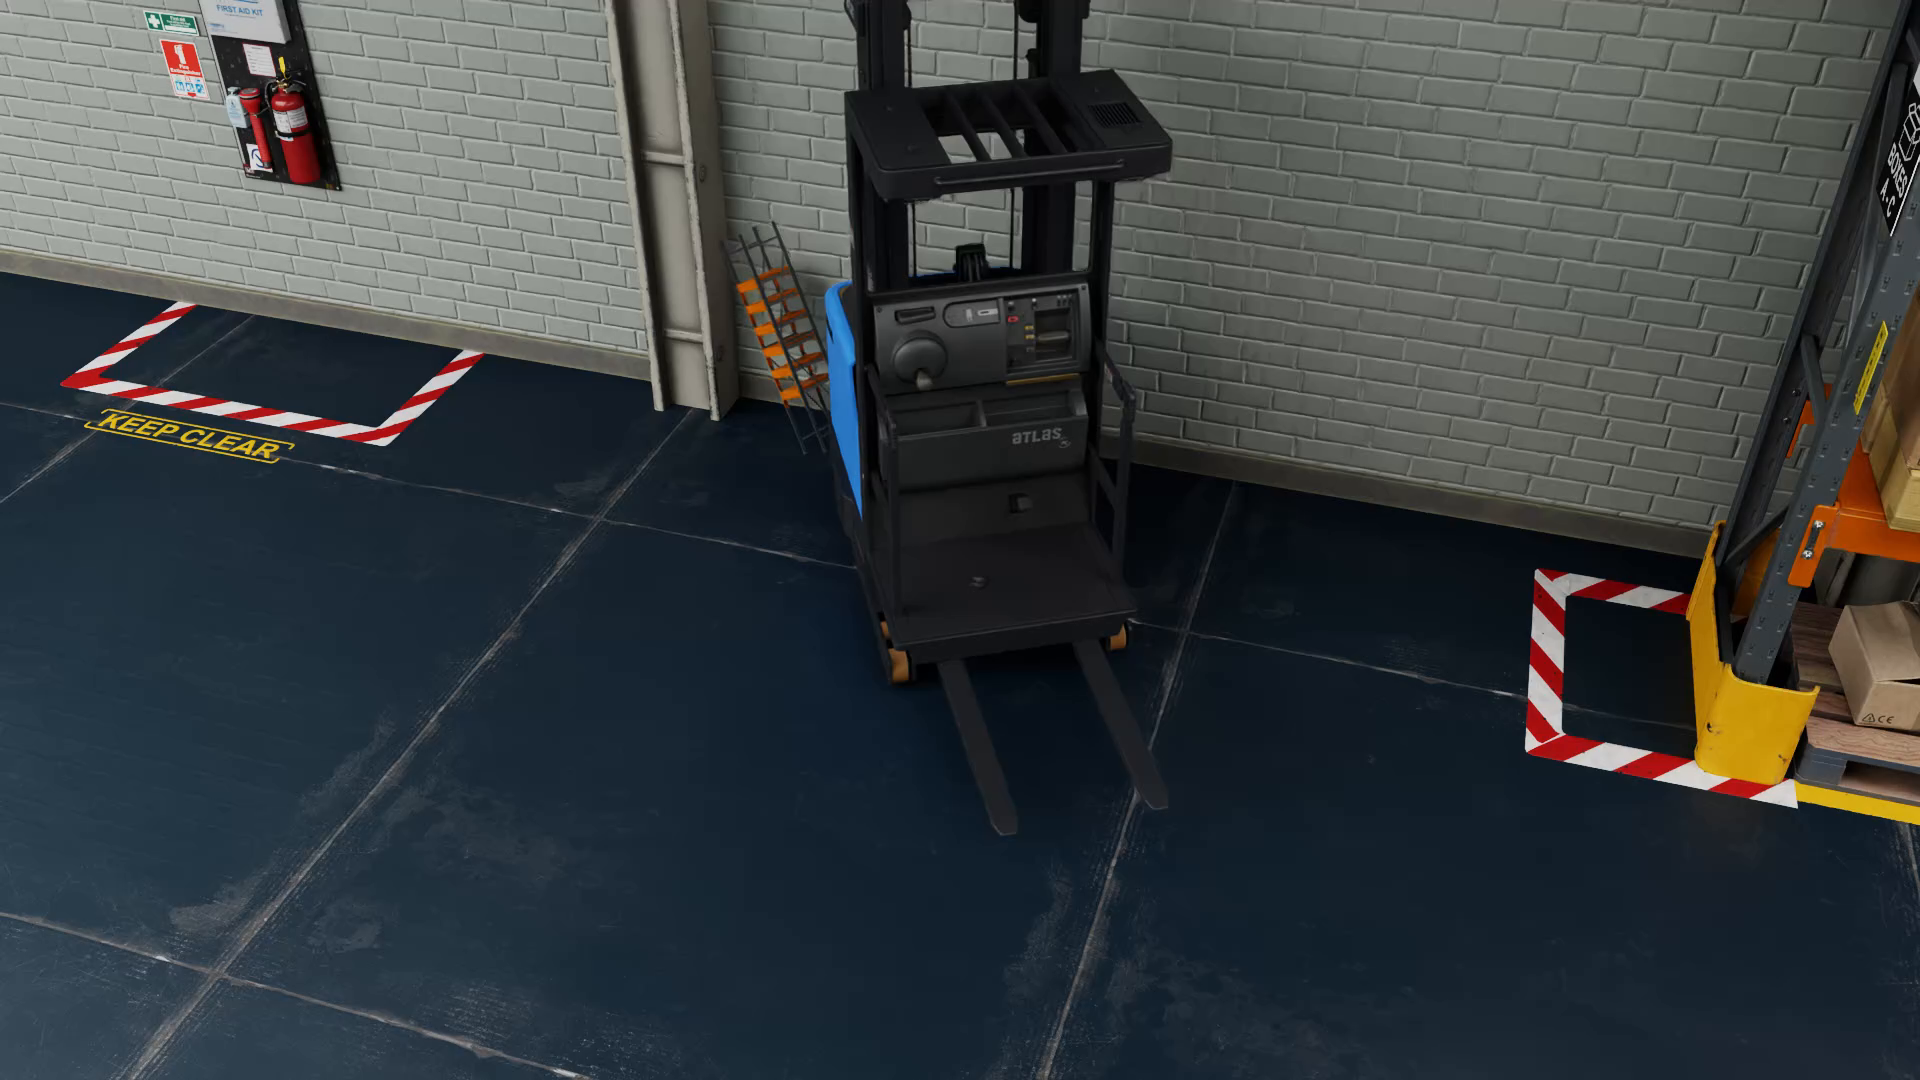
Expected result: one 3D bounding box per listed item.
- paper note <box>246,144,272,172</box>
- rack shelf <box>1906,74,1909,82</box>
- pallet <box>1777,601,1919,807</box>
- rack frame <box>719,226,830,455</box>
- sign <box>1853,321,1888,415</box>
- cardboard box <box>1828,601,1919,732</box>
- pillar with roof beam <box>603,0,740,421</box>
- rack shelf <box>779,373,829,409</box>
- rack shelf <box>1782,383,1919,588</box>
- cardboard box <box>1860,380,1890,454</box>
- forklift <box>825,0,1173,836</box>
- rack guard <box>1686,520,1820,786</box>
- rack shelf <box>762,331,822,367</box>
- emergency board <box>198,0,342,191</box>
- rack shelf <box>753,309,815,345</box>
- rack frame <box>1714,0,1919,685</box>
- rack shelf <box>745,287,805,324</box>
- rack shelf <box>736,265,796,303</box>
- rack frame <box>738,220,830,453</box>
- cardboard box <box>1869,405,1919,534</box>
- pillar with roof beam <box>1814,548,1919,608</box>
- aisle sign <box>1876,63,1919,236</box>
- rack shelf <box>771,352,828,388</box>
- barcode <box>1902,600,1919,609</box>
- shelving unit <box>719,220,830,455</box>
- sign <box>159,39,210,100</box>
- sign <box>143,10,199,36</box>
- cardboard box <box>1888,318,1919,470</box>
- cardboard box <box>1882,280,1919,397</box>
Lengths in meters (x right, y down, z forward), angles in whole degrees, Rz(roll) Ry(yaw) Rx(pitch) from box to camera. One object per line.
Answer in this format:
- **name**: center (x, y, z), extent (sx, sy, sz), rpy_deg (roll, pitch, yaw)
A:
- **paper note**: center (-3.958, -2.158, 9.395), extent (0.142, 0.148, 0.016), rpy_deg (10, 38, 14)
- **rack shelf**: center (5.247, -1.123, 5.321), extent (4.000, 0.370, 1.077), rpy_deg (10, 38, 14)
- **pallet**: center (4.176, 0.742, 7.064), extent (1.213, 0.211, 1.003), rpy_deg (10, 38, 14)
- **rack frame**: center (-0.950, -1.047, 8.779), extent (0.240, 1.200, 0.006), rpy_deg (-31, 18, -35)
- **sign**: center (3.177, -0.600, 5.804), extent (0.005, 0.325, 0.100), rpy_deg (10, 38, 14)
- **cardboard box**: center (3.972, 0.521, 6.909), extent (0.500, 0.311, 0.500), rpy_deg (6, 37, 9)
- **pillar with roof beam**: center (-2.746, -1.965, 3.328), extent (0.400, 9.000, 9.100), rpy_deg (10, 38, 14)
- **rack shelf**: center (-0.795, -0.792, 8.780), extent (0.258, 0.103, 0.180), rpy_deg (-31, 18, -35)
- **rack shelf**: center (5.247, 0.085, 6.211), extent (4.000, 0.370, 1.077), rpy_deg (10, 38, 14)
- **cardboard box**: center (3.842, -0.533, 6.553), extent (0.500, 0.250, 0.500), rpy_deg (11, 38, 15)
- **forklift**: center (0.149, -0.792, 6.853), extent (1.130, 2.935, 3.031), rpy_deg (-8, 37, -10)
- **rack guard**: center (3.411, 0.462, 7.200), extent (0.348, 0.500, 1.175), rpy_deg (10, 38, 14)
- **rack shelf**: center (-0.877, -1.009, 8.719), extent (0.258, 0.103, 0.180), rpy_deg (-31, 18, -35)
- **emergency board**: center (-3.810, -2.443, 9.038), extent (0.643, 1.169, 0.194), rpy_deg (10, 38, 14)
- **rack shelf**: center (-0.918, -1.118, 8.689), extent (0.258, 0.103, 0.180), rpy_deg (-31, 18, -35)
- **rack frame**: center (3.338, -0.558, 6.478), extent (0.127, 3.000, 1.000), rpy_deg (10, 38, 14)
- **rack shelf**: center (-0.960, -1.226, 8.659), extent (0.258, 0.103, 0.180), rpy_deg (-31, 18, -35)
- **rack shelf**: center (-1.001, -1.335, 8.629), extent (0.258, 0.103, 0.180), rpy_deg (-31, 18, -35)
- **rack frame**: center (-0.835, -1.051, 8.637), extent (0.240, 1.200, 0.006), rpy_deg (-31, 18, -35)
- **cardboard box**: center (3.709, -0.240, 6.155), extent (0.500, 0.250, 0.500), rpy_deg (9, 37, 13)
- **pillar with roof beam**: center (2.981, -0.904, 1.887), extent (0.400, 9.000, 9.100), rpy_deg (10, 38, 14)
- **aisle sign**: center (3.180, -1.448, 5.494), extent (0.004, 0.787, 0.394), rpy_deg (10, 38, 14)
- **rack shelf**: center (-0.836, -0.900, 8.750), extent (0.258, 0.103, 0.180), rpy_deg (-31, 18, -35)
- **barcode**: center (4.108, 0.294, 7.209), extent (0.075, 0.075, 0.001), rpy_deg (10, 38, 14)
- **shelving unit**: center (-0.893, -1.049, 8.708), extent (0.258, 1.200, 0.189), rpy_deg (-31, 18, -35)
- **sign**: center (-4.307, -2.613, 9.240), extent (0.234, 0.329, 0.001), rpy_deg (10, 38, 14)
- **sign**: center (-4.305, -2.821, 9.075), extent (0.331, 0.109, 0.001), rpy_deg (10, 38, 14)
- **cardboard box**: center (3.704, -0.553, 5.948), extent (0.500, 0.500, 0.500), rpy_deg (11, 38, 14)
- **cardboard box**: center (3.852, -0.845, 6.344), extent (0.500, 0.500, 0.500), rpy_deg (10, 38, 13)
